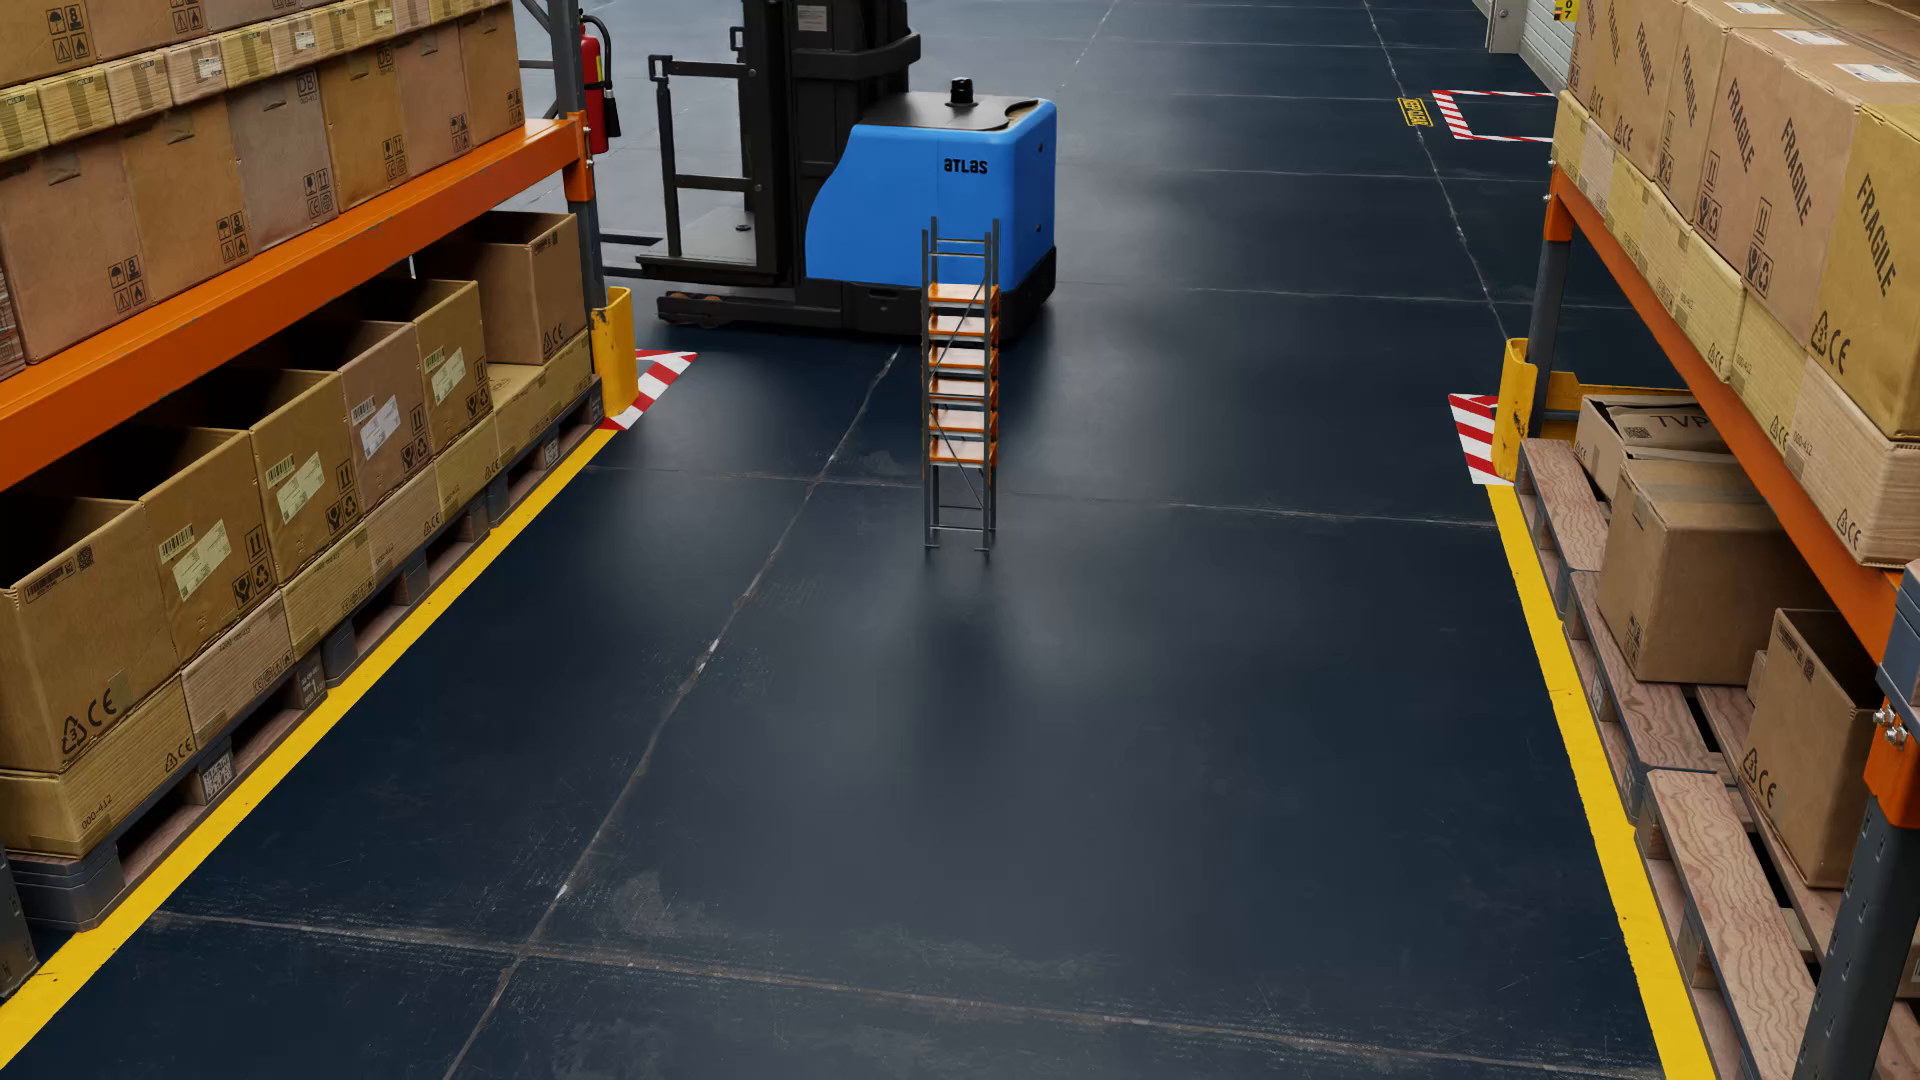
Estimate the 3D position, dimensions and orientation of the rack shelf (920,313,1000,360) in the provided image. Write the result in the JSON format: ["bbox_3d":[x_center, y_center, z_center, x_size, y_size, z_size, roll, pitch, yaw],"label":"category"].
[{"bbox_3d":[0.002,-0.727,5.926,0.258,0.103,0.180,4,25,9],"label":"rack shelf"}]

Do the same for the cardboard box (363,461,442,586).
[{"bbox_3d":[-2.108,-0.075,5.621,0.500,0.250,0.500,4,25,9],"label":"cardboard box"}]

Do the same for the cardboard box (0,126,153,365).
[{"bbox_3d":[-2.586,-0.783,4.266,0.700,0.500,0.500,4,25,8],"label":"cardboard box"}]

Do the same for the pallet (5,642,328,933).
[{"bbox_3d":[-2.561,0.603,4.713,1.003,0.211,1.213,4,25,9],"label":"pallet"}]

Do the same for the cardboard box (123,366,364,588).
[{"bbox_3d":[-2.184,-0.205,5.014,0.500,0.500,0.500,4,25,9],"label":"cardboard box"}]

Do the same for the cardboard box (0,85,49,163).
[{"bbox_3d":[-2.416,-0.982,3.926,0.380,0.149,0.250,3,25,7],"label":"cardboard box"}]

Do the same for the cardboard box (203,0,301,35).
[{"bbox_3d":[-2.420,-1.779,4.864,0.700,0.500,0.500,4,25,9],"label":"cardboard box"}]

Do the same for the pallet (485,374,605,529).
[{"bbox_3d":[-2.162,-0.418,6.893,1.003,0.211,1.213,4,25,9],"label":"pallet"}]

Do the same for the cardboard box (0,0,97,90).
[{"bbox_3d":[-2.585,-1.361,3.970,0.700,0.500,0.500,4,25,8],"label":"cardboard box"}]

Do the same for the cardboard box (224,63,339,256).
[{"bbox_3d":[-2.418,-1.207,5.172,0.700,0.500,0.500,5,26,10],"label":"cardboard box"}]

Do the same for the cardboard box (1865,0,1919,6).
[{"bbox_3d":[2.769,-1.304,4.767,0.500,0.500,0.500,3,25,7],"label":"cardboard box"}]

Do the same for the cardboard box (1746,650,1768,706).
[{"bbox_3d":[2.436,0.436,4.625,0.380,0.149,0.250,2,25,4],"label":"cardboard box"}]

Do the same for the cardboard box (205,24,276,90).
[{"bbox_3d":[-2.248,-1.417,4.855,0.380,0.149,0.250,4,25,8],"label":"cardboard box"}]

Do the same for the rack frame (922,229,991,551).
[{"bbox_3d":[-0.013,-0.511,5.927,0.240,1.200,0.006,4,25,9],"label":"rack frame"}]

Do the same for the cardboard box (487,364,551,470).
[{"bbox_3d":[-1.945,-0.494,6.514,0.500,0.250,0.500,4,25,9],"label":"cardboard box"}]

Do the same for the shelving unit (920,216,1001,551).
[{"bbox_3d":[0.002,-0.549,6.009,0.258,1.200,0.189,4,25,9],"label":"shelving unit"}]

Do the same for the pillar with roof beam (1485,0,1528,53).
[{"bbox_3d":[1.262,-9.343,15.596,9.100,9.000,0.400,4,25,9],"label":"pillar with roof beam"}]

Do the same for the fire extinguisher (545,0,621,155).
[{"bbox_3d":[-1.601,-1.986,7.045,0.296,0.674,0.183,4,25,9],"label":"fire extinguisher"}]

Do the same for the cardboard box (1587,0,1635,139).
[{"bbox_3d":[2.344,-1.558,5.308,0.500,0.500,0.500,4,25,9],"label":"cardboard box"}]

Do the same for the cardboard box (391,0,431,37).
[{"bbox_3d":[-2.080,-1.848,5.776,0.380,0.149,0.250,4,25,9],"label":"cardboard box"}]

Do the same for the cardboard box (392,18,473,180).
[{"bbox_3d":[-2.249,-1.634,6.085,0.700,0.500,0.500,5,25,10],"label":"cardboard box"}]

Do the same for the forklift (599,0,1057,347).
[{"bbox_3d":[-1.062,-2.621,8.393,3.031,2.935,1.130,7,26,15],"label":"forklift"}]

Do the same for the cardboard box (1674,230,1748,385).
[{"bbox_3d":[2.090,-0.568,4.079,0.500,0.250,0.500,4,25,8],"label":"cardboard box"}]

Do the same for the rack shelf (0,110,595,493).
[{"bbox_3d":[-2.406,-0.841,5.357,1.077,0.370,4.000,4,25,9],"label":"rack shelf"}]

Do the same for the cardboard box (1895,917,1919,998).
[{"bbox_3d":[2.213,0.869,3.678,0.380,0.166,0.250,1,25,2],"label":"cardboard box"}]

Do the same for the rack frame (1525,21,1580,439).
[{"bbox_3d":[2.809,-1.662,6.262,1.000,3.000,0.127,4,25,9],"label":"rack frame"}]

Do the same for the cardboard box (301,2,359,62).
[{"bbox_3d":[-2.163,-1.628,5.306,0.380,0.149,0.250,5,25,10],"label":"cardboard box"}]

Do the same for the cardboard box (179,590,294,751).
[{"bbox_3d":[-2.271,0.343,4.727,0.500,0.250,0.500,4,25,9],"label":"cardboard box"}]

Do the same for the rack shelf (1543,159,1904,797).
[{"bbox_3d":[2.482,-0.499,4.627,1.077,0.370,4.000,4,25,9],"label":"rack shelf"}]

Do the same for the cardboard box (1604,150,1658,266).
[{"bbox_3d":[2.256,-0.990,4.980,0.500,0.250,0.500,4,25,8],"label":"cardboard box"}]

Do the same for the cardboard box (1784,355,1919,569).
[{"bbox_3d":[1.934,-0.149,3.183,0.500,0.250,0.500,4,25,9],"label":"cardboard box"}]

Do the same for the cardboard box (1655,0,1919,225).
[{"bbox_3d":[2.181,-1.125,4.384,0.500,0.500,0.500,5,26,10],"label":"cardboard box"}]

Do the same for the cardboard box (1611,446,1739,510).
[{"bbox_3d":[2.514,-0.122,5.624,0.500,0.311,0.500,6,26,13],"label":"cardboard box"}]

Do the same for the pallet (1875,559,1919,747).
[{"bbox_3d":[1.887,0.408,2.067,1.003,0.211,1.213,4,25,9],"label":"pallet"}]

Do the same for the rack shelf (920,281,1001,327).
[{"bbox_3d":[0.002,-0.835,5.875,0.258,0.103,0.180,4,25,9],"label":"rack shelf"}]

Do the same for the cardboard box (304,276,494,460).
[{"bbox_3d":[-2.022,-0.624,5.908,0.500,0.500,0.500,4,25,9],"label":"cardboard box"}]

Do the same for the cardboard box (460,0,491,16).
[{"bbox_3d":[-1.995,-2.060,6.229,0.380,0.149,0.250,5,25,10],"label":"cardboard box"}]

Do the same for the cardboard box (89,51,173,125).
[{"bbox_3d":[-2.332,-1.196,4.383,0.380,0.149,0.250,3,25,7],"label":"cardboard box"}]

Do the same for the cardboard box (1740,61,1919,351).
[{"bbox_3d":[2.003,-0.698,3.471,0.500,0.500,0.500,4,25,8],"label":"cardboard box"}]

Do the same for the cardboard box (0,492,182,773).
[{"bbox_3d":[-2.348,0.213,4.121,0.500,0.500,0.500,4,25,9],"label":"cardboard box"}]

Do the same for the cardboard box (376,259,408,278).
[{"bbox_3d":[-2.466,-0.870,6.433,0.500,0.500,0.500,4,25,9],"label":"cardboard box"}]

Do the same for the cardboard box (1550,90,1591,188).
[{"bbox_3d":[2.416,-1.421,5.900,0.500,0.250,0.500,3,25,7],"label":"cardboard box"}]

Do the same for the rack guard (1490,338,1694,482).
[{"bbox_3d":[2.797,-0.498,6.724,1.175,0.500,0.348,4,25,9],"label":"rack guard"}]

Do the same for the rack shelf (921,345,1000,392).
[{"bbox_3d":[0.002,-0.618,5.977,0.258,0.103,0.180,4,25,9],"label":"rack shelf"}]
